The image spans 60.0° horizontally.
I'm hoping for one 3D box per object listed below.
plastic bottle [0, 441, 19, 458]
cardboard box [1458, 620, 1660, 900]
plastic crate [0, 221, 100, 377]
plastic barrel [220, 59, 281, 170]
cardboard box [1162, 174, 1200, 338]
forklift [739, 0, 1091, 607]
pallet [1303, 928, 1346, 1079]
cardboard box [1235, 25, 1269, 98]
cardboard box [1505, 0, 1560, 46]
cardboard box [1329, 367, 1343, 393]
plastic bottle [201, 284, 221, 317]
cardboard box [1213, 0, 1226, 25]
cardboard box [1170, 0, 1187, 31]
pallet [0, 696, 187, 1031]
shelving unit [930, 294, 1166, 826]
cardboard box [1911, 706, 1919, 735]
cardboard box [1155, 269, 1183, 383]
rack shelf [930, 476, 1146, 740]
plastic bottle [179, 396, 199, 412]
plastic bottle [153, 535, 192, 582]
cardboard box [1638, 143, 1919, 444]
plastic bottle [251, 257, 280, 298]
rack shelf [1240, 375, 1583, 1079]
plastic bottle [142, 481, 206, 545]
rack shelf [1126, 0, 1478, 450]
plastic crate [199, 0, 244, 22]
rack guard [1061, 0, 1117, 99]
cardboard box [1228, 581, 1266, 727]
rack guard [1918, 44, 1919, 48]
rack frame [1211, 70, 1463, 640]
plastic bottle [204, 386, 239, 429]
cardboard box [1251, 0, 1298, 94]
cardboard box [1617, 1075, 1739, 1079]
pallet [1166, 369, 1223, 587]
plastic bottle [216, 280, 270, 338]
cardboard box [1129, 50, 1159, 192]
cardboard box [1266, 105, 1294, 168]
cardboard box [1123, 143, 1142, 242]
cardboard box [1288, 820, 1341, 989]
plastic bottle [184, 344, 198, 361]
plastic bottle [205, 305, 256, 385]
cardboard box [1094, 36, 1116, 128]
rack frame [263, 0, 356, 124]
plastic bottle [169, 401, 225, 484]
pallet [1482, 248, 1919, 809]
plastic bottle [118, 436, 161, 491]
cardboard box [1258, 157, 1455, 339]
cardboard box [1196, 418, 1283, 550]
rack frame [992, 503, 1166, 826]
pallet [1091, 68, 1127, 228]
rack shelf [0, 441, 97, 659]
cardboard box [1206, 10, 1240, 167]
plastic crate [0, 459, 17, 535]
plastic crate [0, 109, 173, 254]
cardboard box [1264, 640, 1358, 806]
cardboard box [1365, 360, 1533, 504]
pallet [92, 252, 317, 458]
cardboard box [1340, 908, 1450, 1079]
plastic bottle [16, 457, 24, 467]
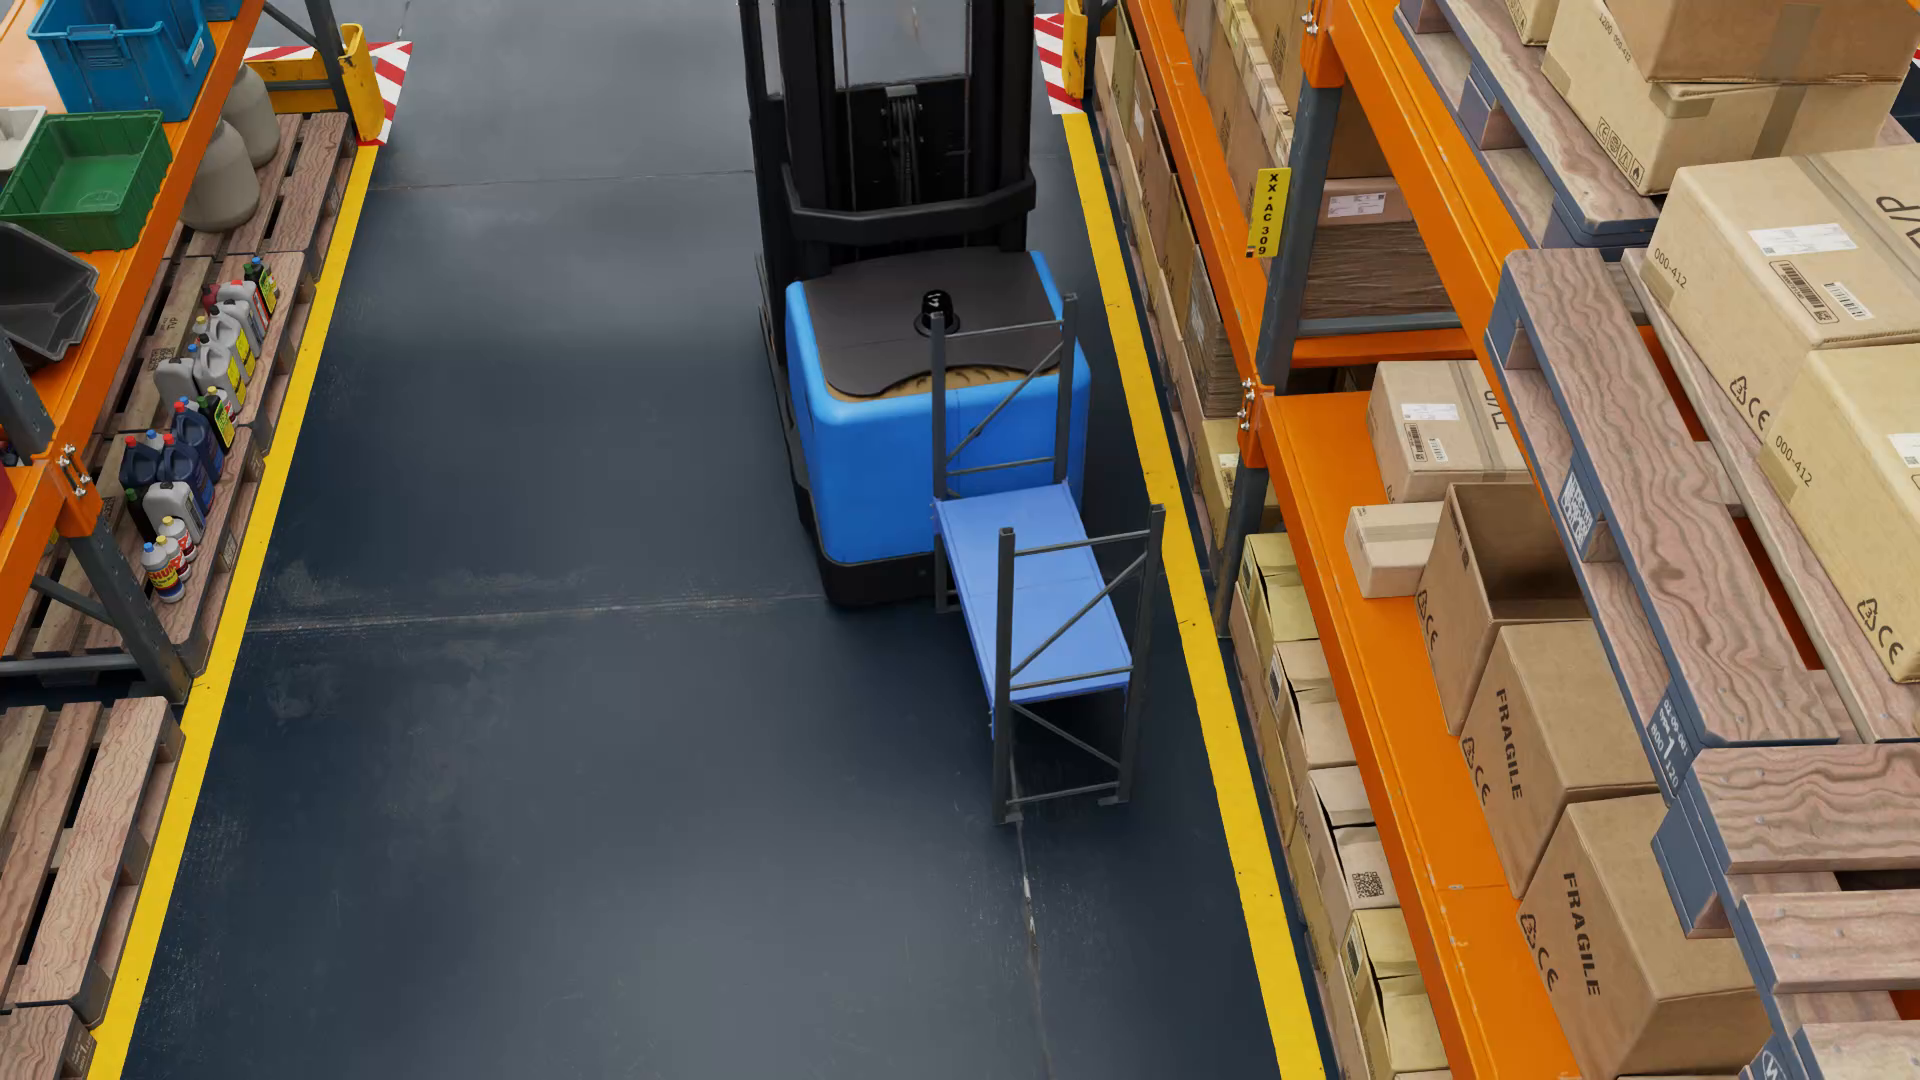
[{"bbox_3d":[-3.847,-0.336,6.707,0.061,0.283,0.133,-1,47,-1],"label":"plastic bottle"},{"bbox_3d":[1.635,0.551,4.230,0.500,0.500,0.500,-3,47,-3],"label":"cardboard box"},{"bbox_3d":[-3.352,-0.782,5.604,0.767,0.338,0.504,-3,47,-3],"label":"plastic crate"},{"bbox_3d":[-3.639,-2.128,8.260,0.421,0.512,0.421,0,47,0],"label":"plastic barrel"},{"bbox_3d":[1.169,-1.218,7.062,0.500,0.500,0.500,-3,47,-3],"label":"cardboard box"},{"bbox_3d":[-0.316,-1.835,6.605,1.130,2.935,3.031,-9,47,-8],"label":"forklift"},{"bbox_3d":[1.707,1.659,5.169,1.003,0.211,1.213,-3,47,-3],"label":"pallet"},{"bbox_3d":[1.199,-1.714,5.928,0.380,0.149,0.250,-4,47,-3],"label":"cardboard box"},{"bbox_3d":[1.543,-1.393,3.888,0.500,0.250,0.500,1,47,1],"label":"cardboard box"},{"bbox_3d":[1.725,-0.887,6.749,0.500,0.500,0.500,-3,47,-3],"label":"cardboard box"},{"bbox_3d":[-3.291,-1.035,7.368,0.061,0.283,0.133,-3,47,-3],"label":"plastic bottle"},{"bbox_3d":[1.160,-2.075,6.270,0.380,0.149,0.250,-2,47,-2],"label":"cardboard box"},{"bbox_3d":[1.277,-2.565,7.181,0.700,0.500,0.500,-3,47,-3],"label":"cardboard box"},{"bbox_3d":[-3.331,1.108,5.691,1.003,0.211,1.213,-3,47,-3],"label":"pallet"},{"bbox_3d":[0.255,0.093,5.765,0.538,1.500,1.048,-9,47,-8],"label":"shelving unit"},{"bbox_3d":[1.680,0.352,2.235,0.500,0.250,0.500,-2,47,-2],"label":"cardboard box"},{"bbox_3d":[1.156,-0.959,7.333,0.500,0.250,0.500,-3,47,-3],"label":"cardboard box"},{"bbox_3d":[0.255,0.217,5.896,0.538,0.185,1.000,-9,47,-8],"label":"rack shelf"},{"bbox_3d":[-3.154,-0.479,6.851,0.097,0.271,0.097,0,47,0],"label":"plastic bottle"},{"bbox_3d":[-3.033,0.064,6.384,0.097,0.201,0.097,0,47,0],"label":"plastic bottle"},{"bbox_3d":[1.600,-0.452,2.997,0.500,0.250,0.500,-7,47,-7],"label":"cardboard box"},{"bbox_3d":[-3.179,-1.197,7.579,0.097,0.201,0.097,0,47,0],"label":"plastic bottle"},{"bbox_3d":[1.669,0.980,4.388,1.077,0.370,4.000,-3,47,-3],"label":"rack shelf"},{"bbox_3d":[-3.079,-0.121,6.508,0.152,0.276,0.135,-2,47,-2],"label":"plastic bottle"},{"bbox_3d":[1.334,-1.914,7.129,1.077,0.370,4.000,-3,47,-3],"label":"rack shelf"},{"bbox_3d":[-3.381,-2.445,7.239,0.499,0.251,0.408,-3,47,-3],"label":"plastic crate"},{"bbox_3d":[1.164,-2.767,9.162,1.175,0.500,0.348,-3,47,-3],"label":"rack guard"},{"bbox_3d":[1.288,0.393,6.053,0.500,0.250,0.500,-5,47,-4],"label":"cardboard box"},{"bbox_3d":[6.109,-2.998,9.382,1.175,0.500,0.348,-3,47,-3],"label":"rack guard"},{"bbox_3d":[1.501,-0.715,5.498,1.000,3.000,0.127,-3,47,-3],"label":"rack frame"},{"bbox_3d":[-3.105,-0.557,6.973,0.097,0.201,0.097,0,47,0],"label":"plastic bottle"},{"bbox_3d":[1.414,-1.881,5.640,0.700,0.500,0.500,-4,47,-3],"label":"cardboard box"},{"bbox_3d":[1.673,1.346,3.718,0.380,0.149,0.250,0,47,0],"label":"cardboard box"},{"bbox_3d":[1.476,-0.334,7.057,1.003,0.211,1.213,-3,47,-3],"label":"pallet"},{"bbox_3d":[-3.185,-1.039,7.378,0.152,0.276,0.135,-3,47,-3],"label":"plastic bottle"},{"bbox_3d":[1.088,-1.941,7.747,0.500,0.500,0.500,-3,47,-3],"label":"cardboard box"},{"bbox_3d":[1.246,-1.335,5.569,0.380,0.149,0.250,-4,47,-4],"label":"cardboard box"},{"bbox_3d":[1.077,-1.683,8.019,0.500,0.250,0.500,-3,47,-3],"label":"cardboard box"},{"bbox_3d":[1.376,1.138,5.348,0.500,0.250,0.500,-5,47,-5],"label":"cardboard box"},{"bbox_3d":[-3.273,-0.754,7.159,0.097,0.201,0.097,0,47,0],"label":"plastic bottle"},{"bbox_3d":[-3.156,-0.845,7.142,0.144,0.351,0.185,-2,47,-2],"label":"plastic bottle"},{"bbox_3d":[0.990,-2.406,8.704,0.500,0.250,0.500,-3,47,-3],"label":"cardboard box"},{"bbox_3d":[-3.770,-3.310,7.956,1.000,3.000,0.127,-3,47,-3],"label":"rack frame"},{"bbox_3d":[-3.105,-0.403,6.723,0.144,0.351,0.185,-5,47,-5],"label":"plastic bottle"},{"bbox_3d":[1.594,-0.082,2.962,1.003,0.211,1.213,-2,47,-1],"label":"pallet"},{"bbox_3d":[-3.233,-0.257,6.586,0.144,0.351,0.185,-3,47,-3],"label":"plastic bottle"},{"bbox_3d":[1.458,-1.070,5.765,0.700,0.500,0.500,-5,47,-4],"label":"cardboard box"},{"bbox_3d":[1.245,-0.236,6.649,0.500,0.250,0.500,-3,47,-3],"label":"cardboard box"},{"bbox_3d":[0.361,0.454,5.423,0.500,1.500,0.032,-9,47,-8],"label":"rack frame"},{"bbox_3d":[1.272,-2.099,8.729,1.003,0.211,1.213,-3,47,-3],"label":"pallet"},{"bbox_3d":[-3.268,1.278,4.106,1.077,0.370,4.000,-3,47,-3],"label":"rack shelf"},{"bbox_3d":[1.369,-1.814,6.470,0.700,0.500,0.500,-3,47,-3],"label":"cardboard box"},{"bbox_3d":[-3.090,-0.107,4.878,0.402,0.464,0.583,-3,47,-3],"label":"plastic crate"},{"bbox_3d":[-3.267,-1.343,6.238,0.450,0.188,0.662,-3,47,-3],"label":"plastic crate"},{"bbox_3d":[1.324,0.570,5.499,0.500,0.311,0.500,-4,47,-4],"label":"cardboard box"},{"bbox_3d":[1.586,-0.310,5.217,0.500,0.250,0.500,-1,47,-1],"label":"cardboard box"},{"bbox_3d":[-3.555,-0.831,7.528,1.003,0.211,1.213,-3,47,-3],"label":"pallet"},{"bbox_3d":[1.418,1.320,4.789,0.500,0.311,0.500,-2,47,-2],"label":"cardboard box"},{"bbox_3d":[-3.647,-0.246,6.626,0.152,0.276,0.135,-3,47,-3],"label":"plastic bottle"}]
